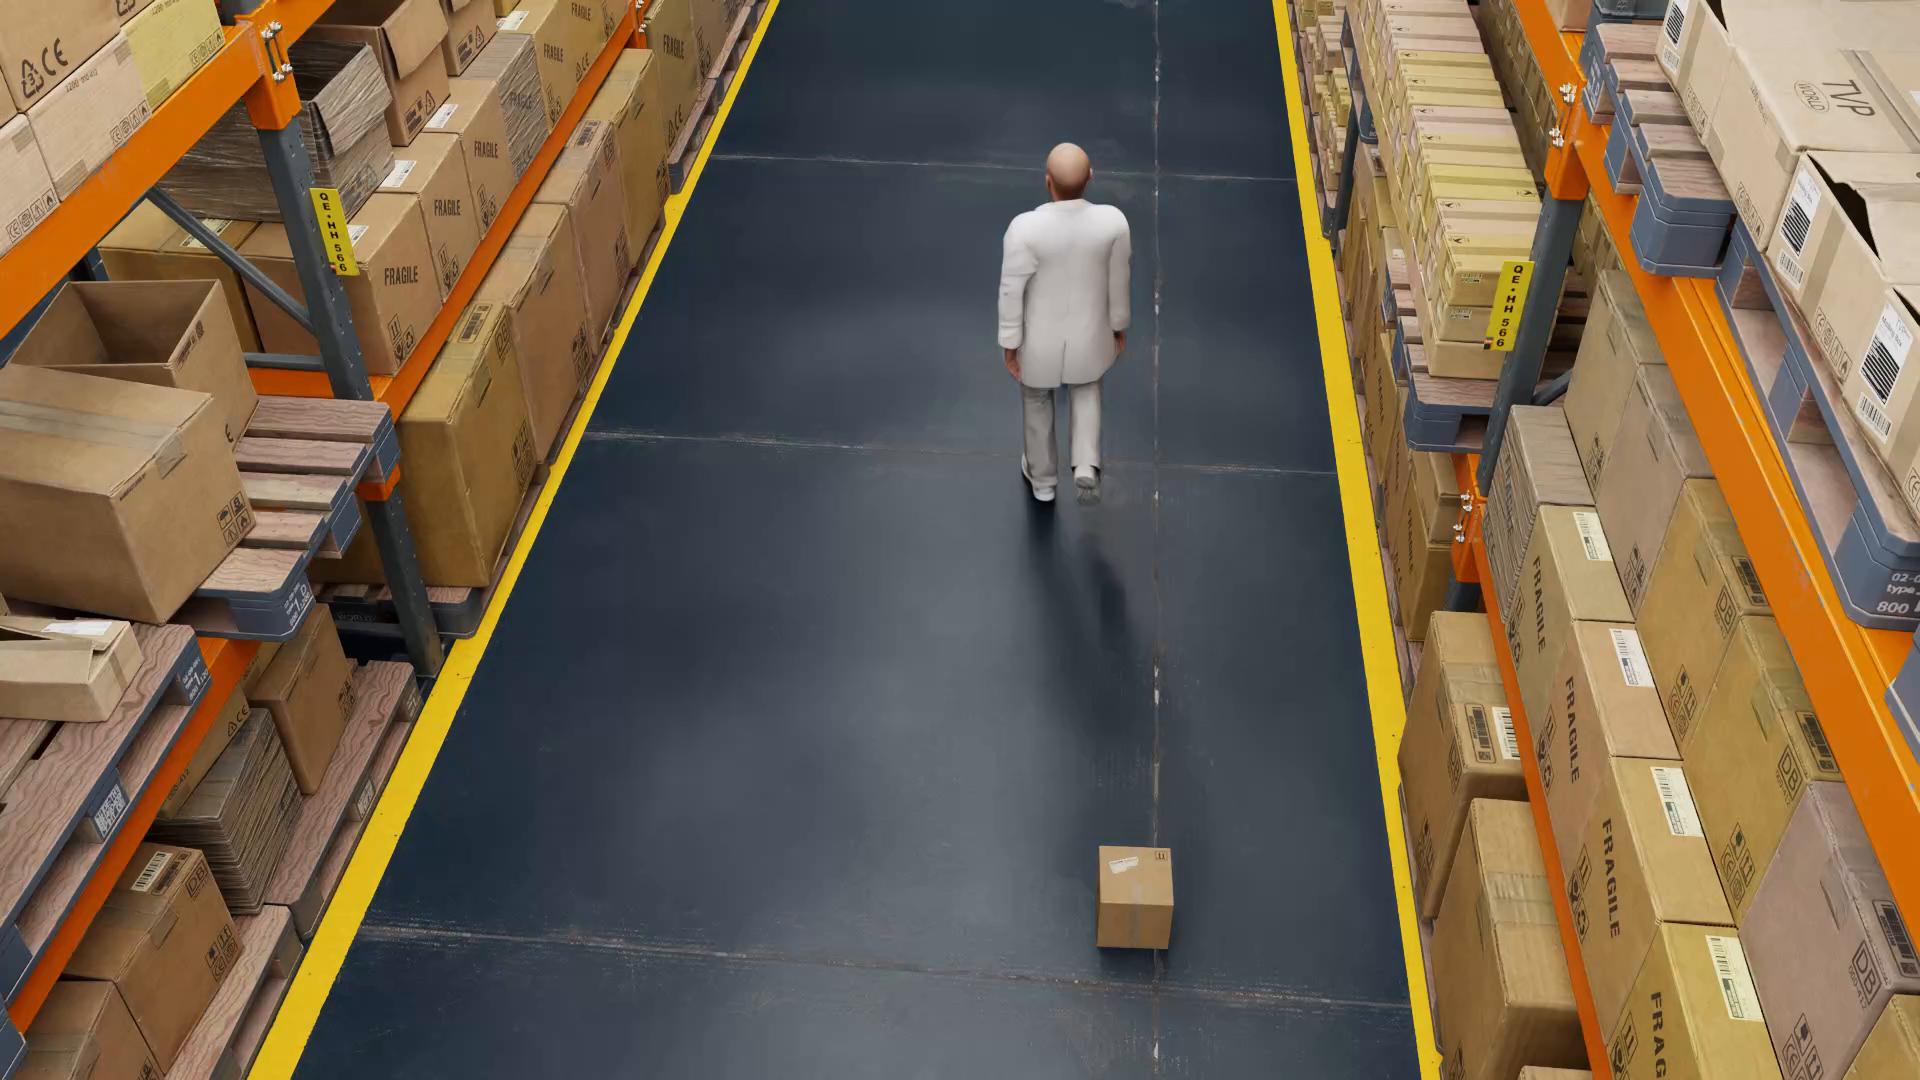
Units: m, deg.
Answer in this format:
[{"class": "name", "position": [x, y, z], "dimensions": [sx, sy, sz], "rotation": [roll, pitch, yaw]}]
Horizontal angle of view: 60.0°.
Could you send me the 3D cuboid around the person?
[{"class": "person", "position": [0.454, -0.891, 7.204], "dimensions": [0.600, 1.769, 0.631], "rotation": [-5, 40, -6]}]
